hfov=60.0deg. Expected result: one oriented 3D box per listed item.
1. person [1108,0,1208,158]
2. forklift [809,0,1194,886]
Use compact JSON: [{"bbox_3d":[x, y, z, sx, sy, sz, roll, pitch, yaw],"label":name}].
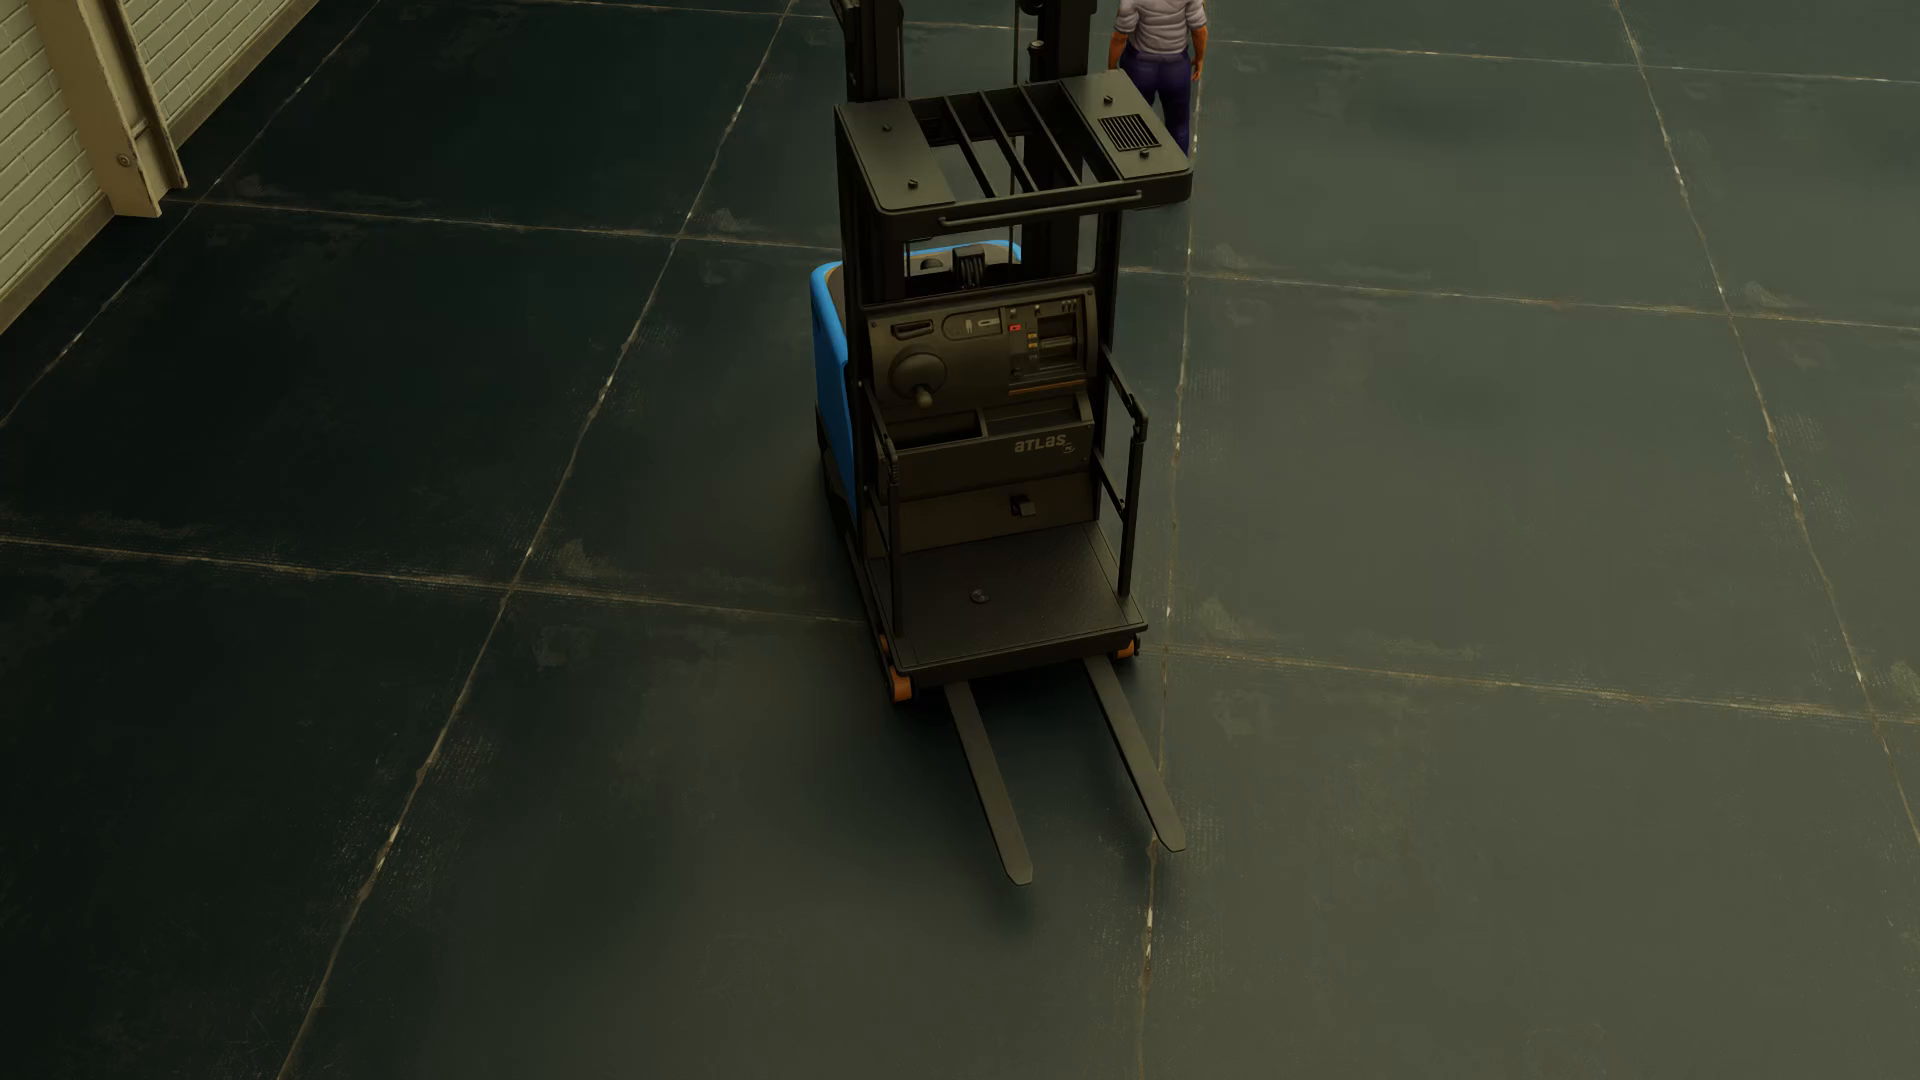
[{"bbox_3d":[1.141,-2.765,9.673,0.595,1.651,0.501,-2,43,-2],"label":"person"},{"bbox_3d":[0.153,-0.681,6.465,1.130,2.935,3.031,-10,44,-11],"label":"forklift"}]
